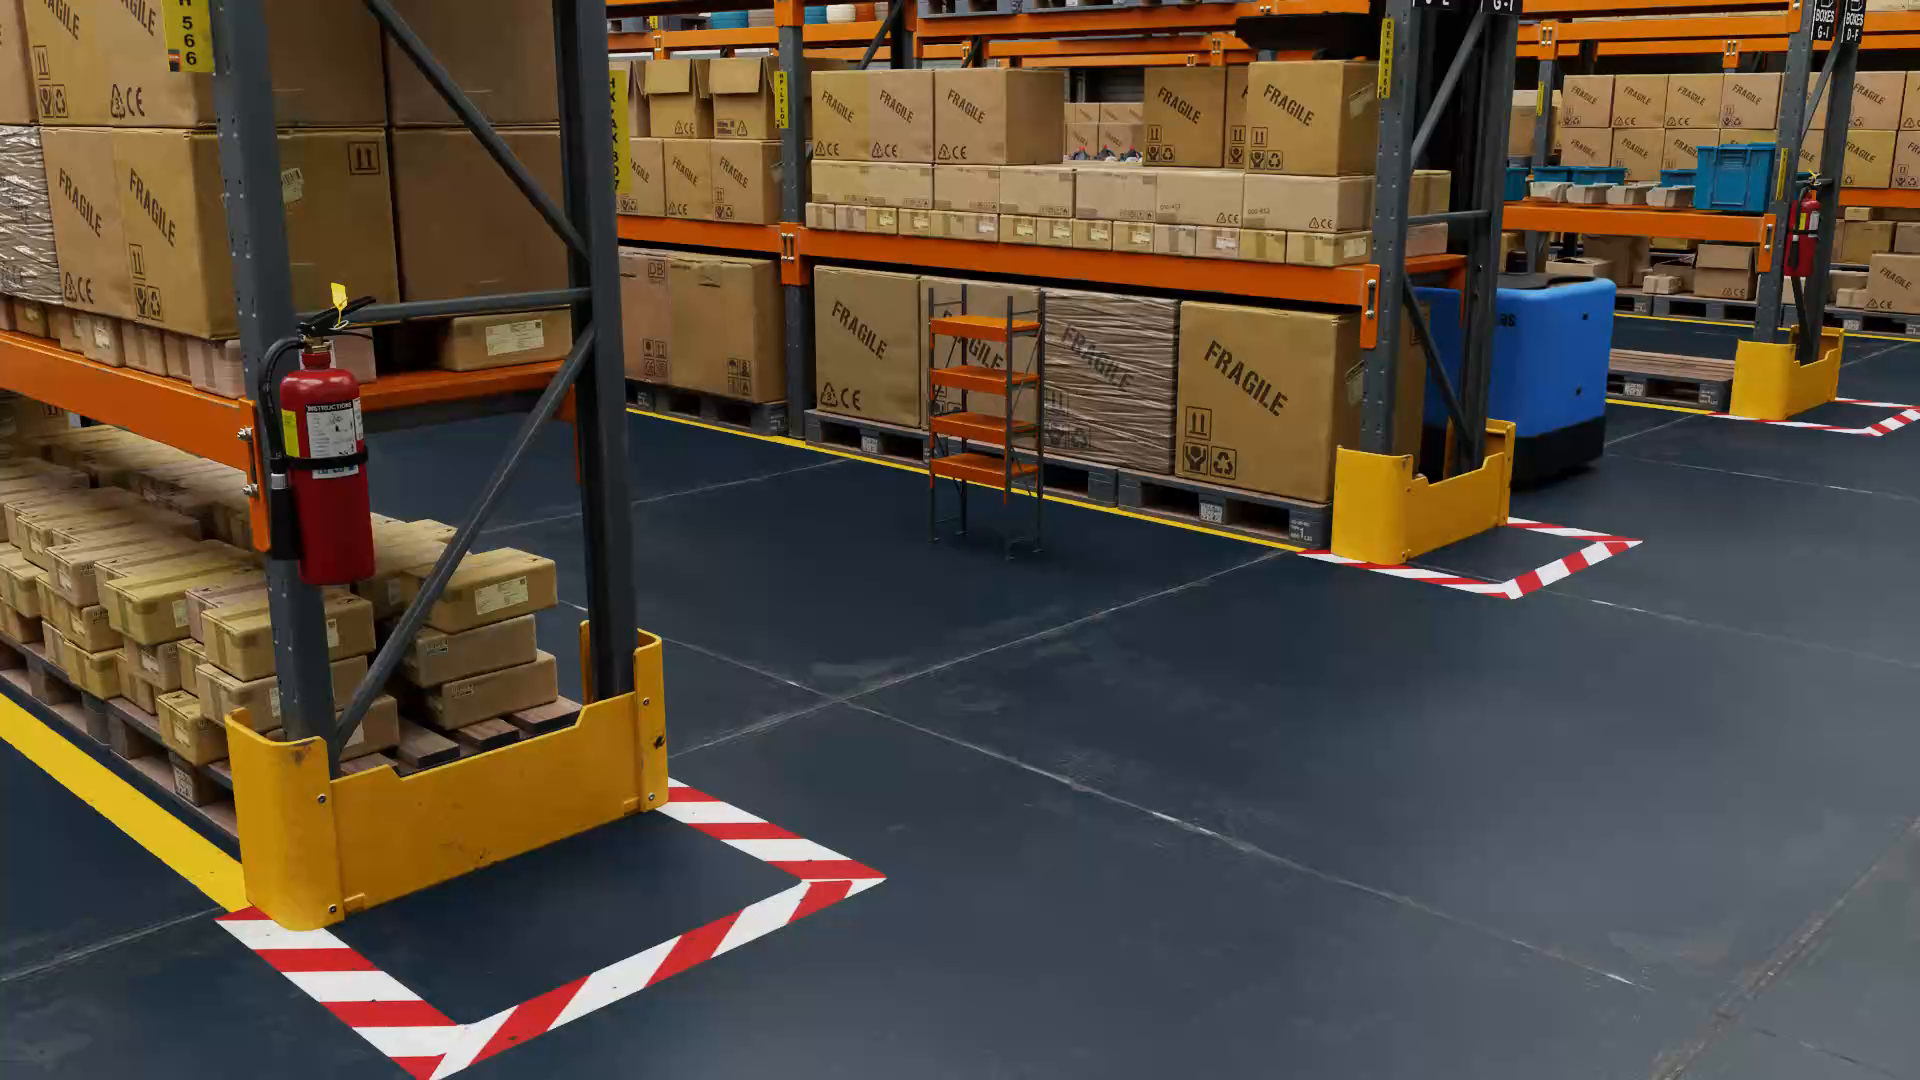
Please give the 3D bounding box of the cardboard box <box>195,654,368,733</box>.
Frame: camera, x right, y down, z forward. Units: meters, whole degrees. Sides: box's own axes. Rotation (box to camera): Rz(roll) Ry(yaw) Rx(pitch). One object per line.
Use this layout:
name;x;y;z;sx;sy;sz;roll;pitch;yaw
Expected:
cardboard box;-1.893;0.406;4.657;0.250;0.149;0.380;13;19;41

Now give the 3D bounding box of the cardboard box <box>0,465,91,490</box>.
cardboard box;-3.513;-0.164;6.254;0.250;0.149;0.380;13;19;41

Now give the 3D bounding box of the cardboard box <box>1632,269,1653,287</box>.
cardboard box;7.119;-2.697;17.114;0.250;0.149;0.380;14;20;42

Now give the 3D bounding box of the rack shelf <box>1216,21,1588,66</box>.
rack shelf;4.760;-5.420;18.261;4.000;0.370;1.077;14;20;42

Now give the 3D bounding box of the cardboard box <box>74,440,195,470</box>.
cardboard box;-3.362;-0.303;6.787;0.250;0.149;0.380;13;20;42

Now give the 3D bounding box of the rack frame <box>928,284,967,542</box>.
rack frame;-0.056;-0.594;7.833;0.015;1.200;0.240;14;20;42

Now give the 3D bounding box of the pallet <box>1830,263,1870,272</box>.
pallet;11.011;-3.156;19.625;1.213;0.211;1.003;14;20;42

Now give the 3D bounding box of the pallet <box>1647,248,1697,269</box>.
pallet;9.028;-3.638;21.476;1.213;0.211;1.003;14;20;42

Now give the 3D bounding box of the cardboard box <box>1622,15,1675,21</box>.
cardboard box;6.736;-5.127;16.008;0.500;0.250;0.500;14;20;42

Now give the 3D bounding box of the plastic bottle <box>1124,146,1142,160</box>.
plastic bottle;1.605;-3.459;15.358;0.185;0.351;0.144;14;20;42

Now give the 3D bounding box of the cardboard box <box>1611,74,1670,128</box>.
cardboard box;6.716;-4.275;16.208;0.500;0.500;0.500;13;19;40

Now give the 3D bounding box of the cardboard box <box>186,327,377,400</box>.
cardboard box;-1.745;-0.470;4.286;0.250;0.149;0.380;14;20;42

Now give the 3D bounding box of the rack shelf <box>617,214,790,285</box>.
rack shelf;-2.118;-2.171;11.741;4.000;0.370;1.077;14;20;42

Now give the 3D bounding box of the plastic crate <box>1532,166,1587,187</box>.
plastic crate;4.526;-2.702;12.565;0.300;0.233;0.416;14;20;42

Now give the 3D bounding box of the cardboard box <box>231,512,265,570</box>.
cardboard box;-2.259;-0.023;5.714;0.380;0.149;0.250;-14;20;-42

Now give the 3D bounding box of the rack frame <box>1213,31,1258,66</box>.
rack frame;3.321;-4.666;19.892;0.127;3.000;1.000;14;20;42

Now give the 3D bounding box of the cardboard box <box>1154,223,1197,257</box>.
cardboard box;1.168;-1.483;8.173;0.250;0.149;0.380;14;20;43

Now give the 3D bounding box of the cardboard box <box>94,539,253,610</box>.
cardboard box;-2.430;0.122;5.155;0.250;0.149;0.380;13;19;40

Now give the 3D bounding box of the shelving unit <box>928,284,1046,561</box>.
shelving unit;0.119;-0.552;7.670;0.503;1.200;0.258;14;20;42

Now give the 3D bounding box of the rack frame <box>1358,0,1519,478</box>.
rack frame;2.201;-1.469;7.620;0.127;3.000;1.000;14;20;42

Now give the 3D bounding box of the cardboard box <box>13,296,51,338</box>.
cardboard box;-2.814;-0.755;5.380;0.250;0.149;0.380;14;20;43

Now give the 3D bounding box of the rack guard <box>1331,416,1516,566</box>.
rack guard;2.218;-0.255;7.919;0.348;0.500;1.175;14;20;42

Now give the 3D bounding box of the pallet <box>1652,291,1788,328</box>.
pallet;7.576;-2.283;16.275;1.213;0.211;1.003;14;20;42

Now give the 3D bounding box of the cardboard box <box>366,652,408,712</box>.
cardboard box;-1.715;0.409;5.233;0.250;0.149;0.380;14;20;42

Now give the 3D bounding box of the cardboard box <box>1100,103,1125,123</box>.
cardboard box;2.603;-6.769;26.733;0.500;0.500;0.500;13;19;41

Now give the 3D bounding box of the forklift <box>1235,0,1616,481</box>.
forklift;2.267;-2.010;9.833;3.031;2.935;1.130;14;20;43

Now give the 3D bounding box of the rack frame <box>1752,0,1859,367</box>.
rack frame;5.639;-2.368;11.070;0.127;3.000;1.000;14;20;42

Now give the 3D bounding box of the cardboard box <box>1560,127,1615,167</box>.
cardboard box;6.378;-3.876;16.660;0.500;0.500;0.500;-14;20;-43

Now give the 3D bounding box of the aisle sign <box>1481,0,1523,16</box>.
aisle sign;2.461;-2.769;7.453;0.004;0.787;0.394;14;20;42

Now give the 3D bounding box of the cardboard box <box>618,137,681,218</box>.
cardboard box;-1.937;-2.427;11.101;0.500;0.500;0.500;13;20;42

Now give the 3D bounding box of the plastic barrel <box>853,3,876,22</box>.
plastic barrel;-1.032;-5.725;17.153;0.708;0.830;0.600;14;20;42

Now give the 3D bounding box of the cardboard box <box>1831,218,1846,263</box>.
cardboard box;10.462;-3.622;20.007;0.500;0.500;0.700;13;20;42

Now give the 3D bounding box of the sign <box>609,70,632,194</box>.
sign;-0.938;-1.104;4.502;0.005;0.325;0.100;14;20;42

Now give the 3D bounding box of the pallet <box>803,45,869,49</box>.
pallet;-1.947;-7.347;24.405;1.213;0.211;1.003;14;20;42

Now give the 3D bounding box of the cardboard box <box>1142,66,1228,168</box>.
cardboard box;1.306;-2.213;8.697;0.500;0.500;0.500;13;19;41

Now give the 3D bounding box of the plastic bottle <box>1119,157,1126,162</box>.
plastic bottle;1.435;-3.258;14.742;0.097;0.271;0.097;0;15;0

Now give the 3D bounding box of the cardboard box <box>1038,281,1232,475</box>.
cardboard box;1.030;-0.901;8.820;0.875;0.875;0.875;14;20;42

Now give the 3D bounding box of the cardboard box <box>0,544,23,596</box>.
cardboard box;-3.199;0.088;5.878;0.250;0.149;0.380;13;20;42

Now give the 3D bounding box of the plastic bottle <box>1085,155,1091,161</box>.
plastic bottle;1.163;-3.270;14.765;0.133;0.283;0.061;14;20;42

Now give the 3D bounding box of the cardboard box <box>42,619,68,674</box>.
cardboard box;-2.821;0.322;5.569;0.380;0.149;0.250;-14;20;-43

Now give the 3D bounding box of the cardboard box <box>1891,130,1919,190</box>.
cardboard box;8.568;-3.344;14.617;0.500;0.500;0.500;-14;20;-42

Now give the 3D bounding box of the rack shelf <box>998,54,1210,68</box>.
rack shelf;2.437;-7.720;27.088;4.000;0.370;1.077;14;20;42

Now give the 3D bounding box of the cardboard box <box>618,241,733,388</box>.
cardboard box;-1.797;-1.608;11.537;0.875;0.875;1.225;13;19;40

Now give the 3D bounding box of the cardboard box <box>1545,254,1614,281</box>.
cardboard box;6.352;-2.765;17.056;0.500;0.311;0.500;14;20;42

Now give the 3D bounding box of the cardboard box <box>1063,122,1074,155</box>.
cardboard box;1.362;-5.185;21.685;0.500;0.500;0.500;-13;19;-40

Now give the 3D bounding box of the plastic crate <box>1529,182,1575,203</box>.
plastic crate;4.284;-2.525;12.078;0.250;0.136;0.298;14;20;42

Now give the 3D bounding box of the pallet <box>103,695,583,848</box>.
pallet;-1.929;0.601;5.206;1.213;0.211;1.003;14;20;42

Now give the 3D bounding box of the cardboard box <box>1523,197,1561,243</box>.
cardboard box;7.821;-4.422;22.385;0.750;0.750;0.750;14;20;42

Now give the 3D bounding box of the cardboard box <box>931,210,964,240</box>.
cardboard box;0.058;-1.753;9.208;0.250;0.149;0.380;13;20;41

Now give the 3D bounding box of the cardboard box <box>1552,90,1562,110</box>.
cardboard box;8.026;-5.736;21.681;0.500;0.250;0.500;13;20;41

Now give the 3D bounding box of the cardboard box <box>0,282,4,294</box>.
cardboard box;-2.907;-1.078;5.330;0.500;0.500;0.500;-13;20;-41

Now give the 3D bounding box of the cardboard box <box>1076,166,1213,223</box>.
cardboard box;0.937;-1.755;8.425;0.500;0.250;0.500;13;19;40
